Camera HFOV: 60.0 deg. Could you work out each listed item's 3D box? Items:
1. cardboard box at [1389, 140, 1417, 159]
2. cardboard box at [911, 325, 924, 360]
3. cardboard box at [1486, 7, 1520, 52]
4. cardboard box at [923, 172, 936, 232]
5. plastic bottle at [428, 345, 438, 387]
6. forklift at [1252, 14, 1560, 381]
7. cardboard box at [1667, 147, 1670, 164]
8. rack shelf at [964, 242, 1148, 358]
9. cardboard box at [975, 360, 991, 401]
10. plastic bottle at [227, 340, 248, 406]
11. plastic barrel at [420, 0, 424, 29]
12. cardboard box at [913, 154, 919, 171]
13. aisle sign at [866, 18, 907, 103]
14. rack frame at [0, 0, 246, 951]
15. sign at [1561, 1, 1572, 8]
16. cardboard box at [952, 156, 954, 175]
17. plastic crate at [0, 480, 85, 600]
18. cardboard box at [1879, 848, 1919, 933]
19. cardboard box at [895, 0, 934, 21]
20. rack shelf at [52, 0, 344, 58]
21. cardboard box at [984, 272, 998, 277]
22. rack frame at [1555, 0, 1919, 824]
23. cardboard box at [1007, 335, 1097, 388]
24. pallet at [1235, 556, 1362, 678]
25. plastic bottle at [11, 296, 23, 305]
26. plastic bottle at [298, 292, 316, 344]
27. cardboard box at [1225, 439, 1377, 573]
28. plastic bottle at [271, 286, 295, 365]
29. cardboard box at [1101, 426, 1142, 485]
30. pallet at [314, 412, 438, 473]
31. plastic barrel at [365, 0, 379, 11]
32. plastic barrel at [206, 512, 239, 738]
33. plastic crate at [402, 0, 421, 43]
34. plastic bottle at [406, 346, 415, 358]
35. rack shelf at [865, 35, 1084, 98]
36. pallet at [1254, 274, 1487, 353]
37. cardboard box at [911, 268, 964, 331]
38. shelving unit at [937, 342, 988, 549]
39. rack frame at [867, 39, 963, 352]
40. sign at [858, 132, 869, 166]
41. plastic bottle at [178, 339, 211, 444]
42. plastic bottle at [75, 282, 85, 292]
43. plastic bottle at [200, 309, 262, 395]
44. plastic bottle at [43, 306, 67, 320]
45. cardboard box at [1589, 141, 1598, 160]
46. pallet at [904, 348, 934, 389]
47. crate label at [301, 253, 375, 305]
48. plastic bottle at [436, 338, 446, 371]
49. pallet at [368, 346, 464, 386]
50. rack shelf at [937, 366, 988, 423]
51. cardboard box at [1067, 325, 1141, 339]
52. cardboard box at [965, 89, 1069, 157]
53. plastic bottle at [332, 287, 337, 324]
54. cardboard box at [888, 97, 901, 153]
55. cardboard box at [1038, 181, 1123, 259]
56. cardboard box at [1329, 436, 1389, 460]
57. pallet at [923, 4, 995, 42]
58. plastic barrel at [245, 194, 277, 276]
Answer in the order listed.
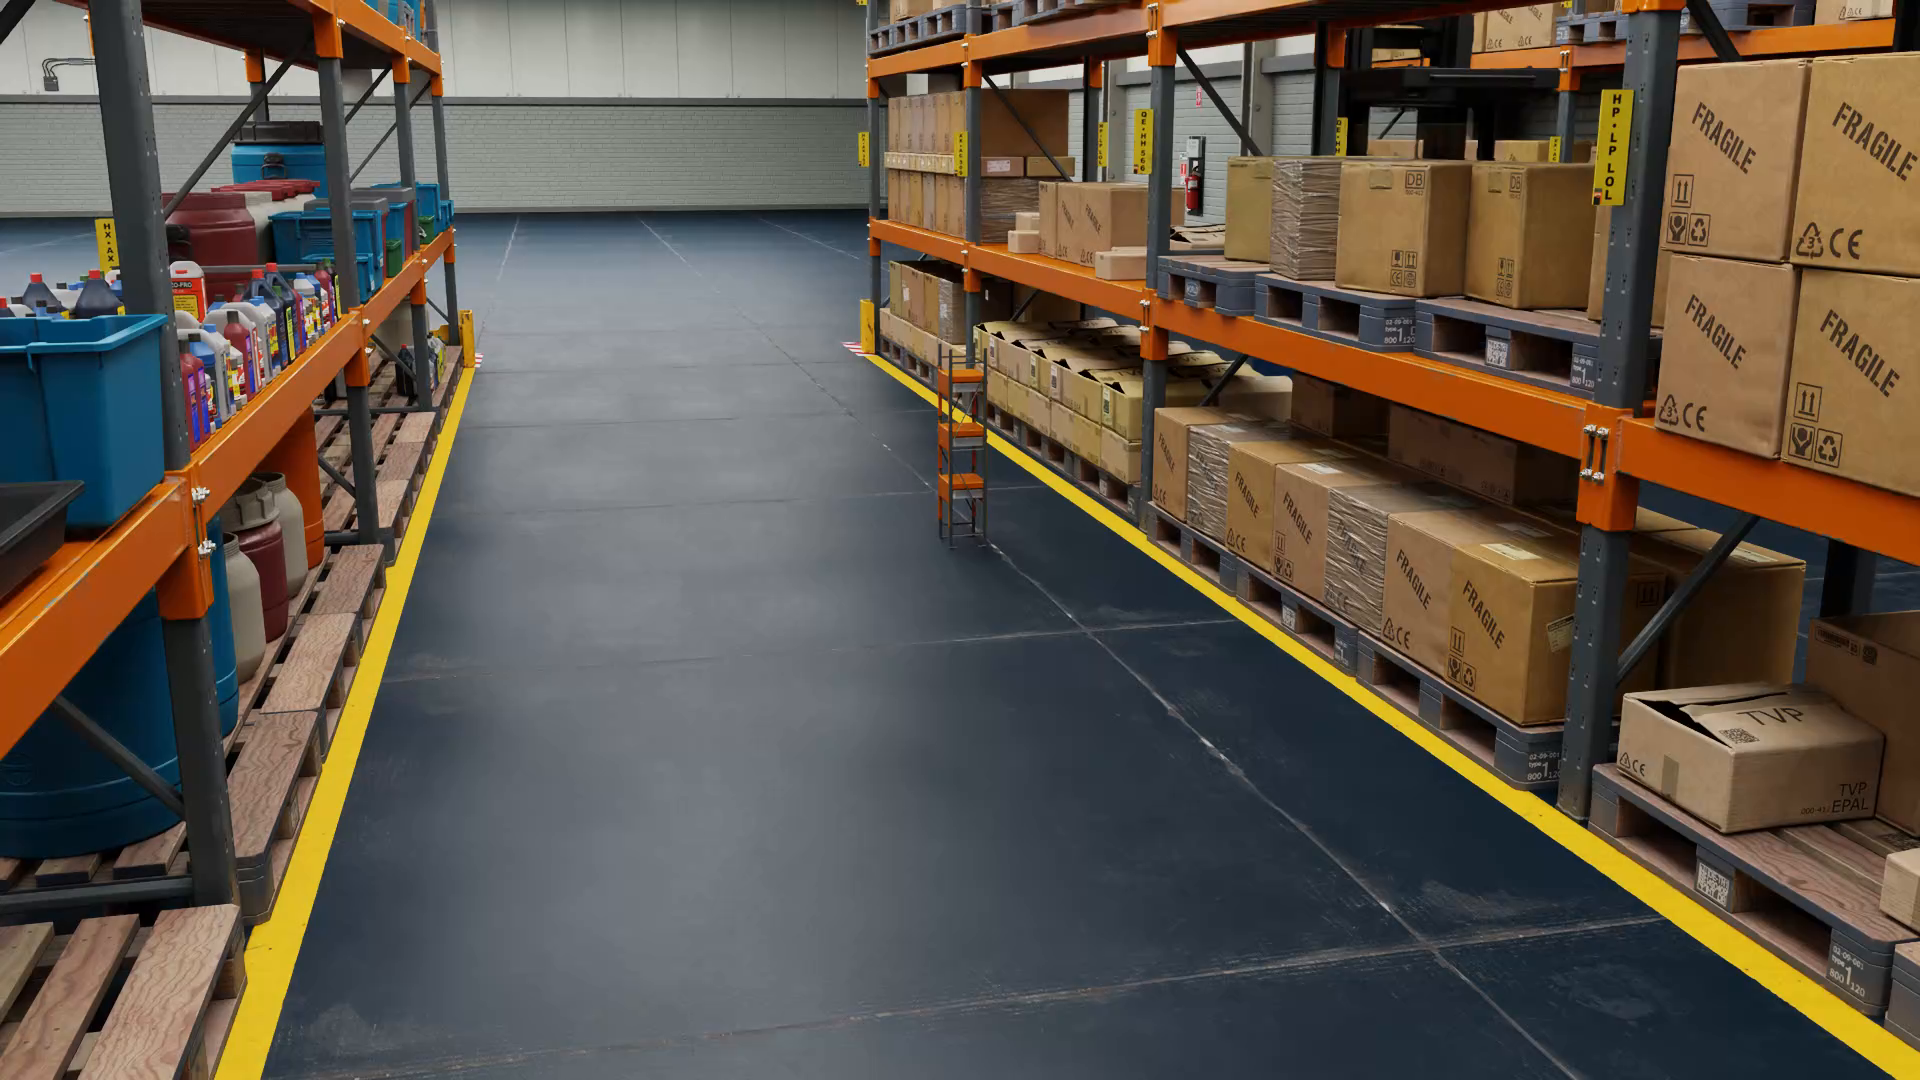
[{"bbox_3d":[4.462,-3.587,15.984,0.500,0.500,0.500,-4,14,-15],"label":"cardboard box"},{"bbox_3d":[-0.134,-1.756,14.704,0.500,0.250,0.500,-3,14,-13],"label":"cardboard box"},{"bbox_3d":[4.894,-4.460,14.288,0.500,0.500,0.500,-5,14,-18],"label":"cardboard box"},{"bbox_3d":[0.069,-2.953,14.484,0.700,0.500,0.500,-3,14,-11],"label":"cardboard box"},{"bbox_3d":[-4.101,-1.352,12.795,0.144,0.351,0.185,-4,14,-16],"label":"plastic bottle"},{"bbox_3d":[2.953,-1.878,10.439,1.130,2.935,3.031,-4,14,-15],"label":"forklift"},{"bbox_3d":[5.570,-2.738,12.676,0.700,0.500,0.500,-2,14,-7],"label":"cardboard box"},{"bbox_3d":[1.015,-1.636,10.821,1.077,0.370,4.000,-3,14,-13],"label":"rack shelf"},{"bbox_3d":[0.399,-1.209,12.463,0.500,0.250,0.500,-4,14,-15],"label":"cardboard box"},{"bbox_3d":[-2.262,-0.516,5.136,0.097,0.201,0.097,0,14,0],"label":"plastic bottle"},{"bbox_3d":[-4.972,-4.860,14.388,0.600,0.830,0.708,-3,14,-13],"label":"plastic barrel"},{"bbox_3d":[-0.207,-3.334,14.677,0.380,0.149,0.250,-3,14,-14],"label":"cardboard box"},{"bbox_3d":[-0.707,-4.631,16.085,0.394,0.787,0.004,-3,14,-13],"label":"aisle sign"},{"bbox_3d":[-2.392,-0.327,3.943,1.000,3.000,0.127,-3,14,-13],"label":"rack frame"},{"bbox_3d":[4.834,-4.401,13.209,0.100,0.325,0.005,-3,14,-13],"label":"sign"},{"bbox_3d":[0.153,-2.979,13.224,0.380,0.149,0.250,-4,14,-15],"label":"cardboard box"},{"bbox_3d":[-1.868,0.021,2.973,0.437,0.125,0.590,-3,14,-13],"label":"plastic crate"},{"bbox_3d":[2.525,0.869,4.094,0.380,0.166,0.250,-3,14,-13],"label":"cardboard box"},{"bbox_3d":[-0.270,-4.749,14.336,0.500,0.500,0.500,-3,14,-13],"label":"cardboard box"},{"bbox_3d":[-2.861,-1.896,5.561,1.077,0.370,4.000,-3,14,-13],"label":"rack shelf"},{"bbox_3d":[0.506,-2.035,14.265,0.500,0.500,0.500,-3,14,-13],"label":"cardboard box"},{"bbox_3d":[2.424,-0.602,5.070,1.000,3.000,0.127,-3,14,-13],"label":"rack frame"},{"bbox_3d":[0.635,-1.244,11.425,0.500,0.311,0.500,-4,14,-15],"label":"cardboard box"},{"bbox_3d":[1.906,0.285,7.315,1.003,0.211,1.213,-3,14,-13],"label":"pallet"},{"bbox_3d":[-3.188,-0.679,5.631,0.061,0.283,0.133,-3,14,-13],"label":"plastic bottle"},{"bbox_3d":[-2.644,-0.890,6.669,0.097,0.201,0.097,0,14,0],"label":"plastic bottle"},{"bbox_3d":[1.555,-0.167,7.629,0.500,0.500,0.500,-3,14,-14],"label":"cardboard box"},{"bbox_3d":[-2.478,-0.786,6.070,0.061,0.283,0.133,-3,14,-13],"label":"plastic bottle"},{"bbox_3d":[1.124,-0.501,9.565,0.500,0.250,0.500,-3,14,-12],"label":"cardboard box"},{"bbox_3d":[-4.048,-0.639,11.096,1.003,0.211,1.213,-3,14,-13],"label":"pallet"},{"bbox_3d":[-3.633,-3.466,9.416,0.600,0.901,0.708,-3,14,-13],"label":"plastic barrel"},{"bbox_3d":[-2.669,0.199,5.329,0.600,0.901,0.708,-3,14,-13],"label":"plastic barrel"},{"bbox_3d":[-4.469,-4.121,13.188,0.392,0.384,0.575,-3,14,-13],"label":"plastic crate"},{"bbox_3d":[-4.339,-1.400,13.148,0.152,0.276,0.135,-3,14,-13],"label":"plastic bottle"},{"bbox_3d":[0.075,-4.016,14.242,1.077,0.370,4.000,-3,14,-13],"label":"rack shelf"},{"bbox_3d":[1.946,-0.983,7.035,1.003,0.211,1.213,-3,14,-13],"label":"pallet"},{"bbox_3d":[-0.135,-2.120,14.614,0.500,0.500,0.500,-3,14,-13],"label":"cardboard box"},{"bbox_3d":[0.013,-0.498,8.752,0.215,1.050,0.252,-3,14,-13],"label":"shelving unit"},{"bbox_3d":[-0.394,-3.370,16.401,1.000,3.000,0.127,-3,14,-13],"label":"rack frame"},{"bbox_3d":[-0.935,-3.800,16.168,0.100,0.325,0.005,-3,14,-13],"label":"sign"},{"bbox_3d":[-2.094,-0.409,4.527,0.061,0.283,0.133,-3,14,-13],"label":"plastic bottle"},{"bbox_3d":[-3.349,-0.850,6.357,0.097,0.271,0.097,0,14,0],"label":"plastic bottle"},{"bbox_3d":[-2.348,-0.608,5.356,0.152,0.276,0.135,-3,14,-13],"label":"plastic bottle"},{"bbox_3d":[-2.972,-0.633,5.470,0.097,0.271,0.097,0,14,0],"label":"plastic bottle"},{"bbox_3d":[5.452,-3.146,14.176,0.500,0.500,0.500,-4,14,-14],"label":"cardboard box"},{"bbox_3d":[0.109,-1.561,14.870,1.003,0.211,1.213,-3,14,-13],"label":"pallet"},{"bbox_3d":[-3.066,-1.286,8.224,0.303,0.233,0.416,-3,14,-13],"label":"crate label"},{"bbox_3d":[-4.320,-1.527,13.667,0.152,0.276,0.135,-3,14,-13],"label":"plastic bottle"},{"bbox_3d":[-4.961,-1.538,14.776,1.003,0.211,1.213,-3,14,-13],"label":"pallet"},{"bbox_3d":[0.013,-0.763,8.687,0.215,0.259,0.240,-3,14,-13],"label":"rack shelf"},{"bbox_3d":[1.047,-1.391,12.027,0.500,0.311,0.500,-3,14,-12],"label":"cardboard box"},{"bbox_3d":[0.435,-3.228,12.876,0.700,0.500,0.500,-3,14,-13],"label":"cardboard box"},{"bbox_3d":[-2.812,-1.056,7.346,0.097,0.201,0.097,0,14,0],"label":"plastic bottle"},{"bbox_3d":[-0.285,-3.928,15.742,0.700,0.500,0.500,-3,14,-13],"label":"cardboard box"},{"bbox_3d":[0.833,-2.196,11.386,0.500,0.500,0.500,-2,14,-9],"label":"cardboard box"},{"bbox_3d":[2.054,-0.202,7.773,0.500,0.500,0.500,-4,14,-15],"label":"cardboard box"},{"bbox_3d":[0.320,-4.057,13.078,1.003,0.211,1.213,-3,14,-13],"label":"pallet"},{"bbox_3d":[-3.780,-1.529,8.630,0.421,0.512,0.421,0,14,0],"label":"plastic barrel"}]
